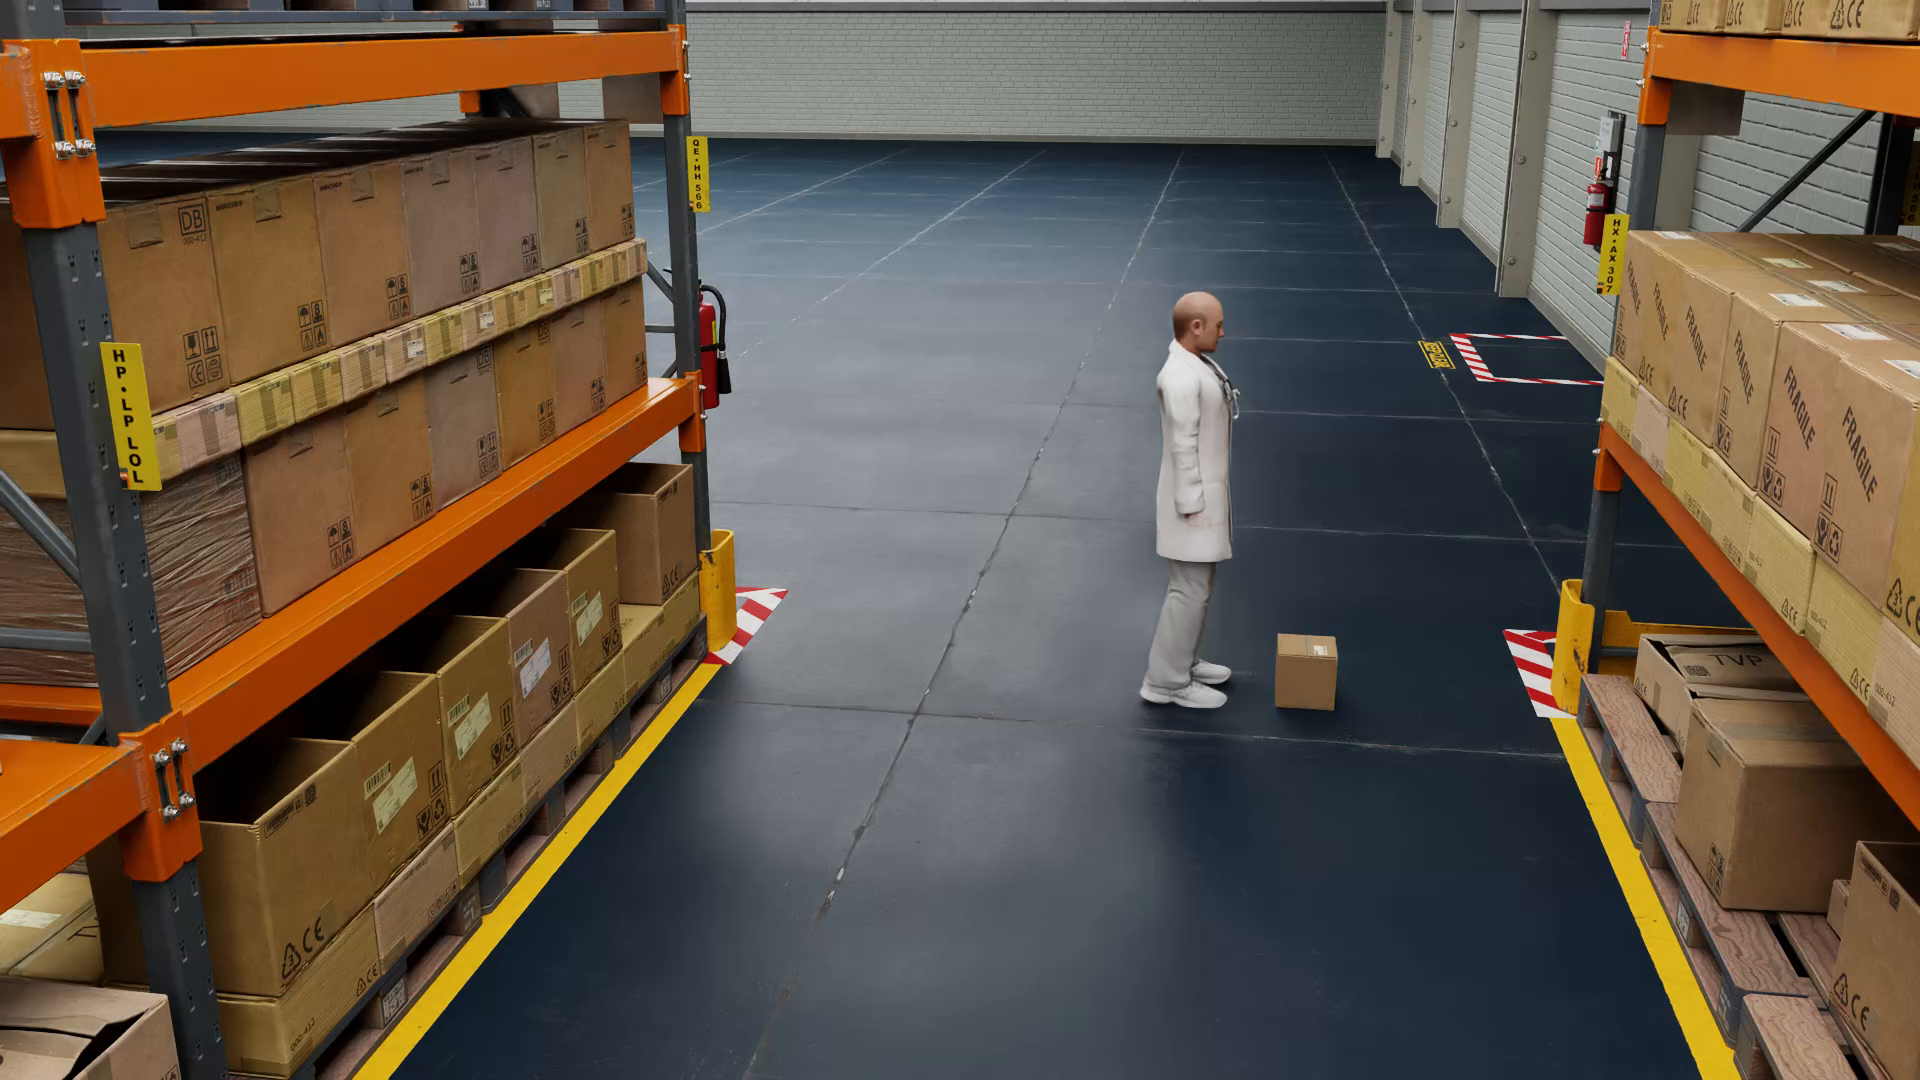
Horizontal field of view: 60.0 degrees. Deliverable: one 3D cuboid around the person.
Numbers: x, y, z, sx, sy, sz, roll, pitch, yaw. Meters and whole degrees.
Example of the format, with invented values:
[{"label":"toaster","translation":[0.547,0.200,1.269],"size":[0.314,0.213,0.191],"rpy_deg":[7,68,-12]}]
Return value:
[{"label":"person","translation":[1.011,-0.177,7.158],"size":[0.385,1.783,0.562],"rpy_deg":[3,18,10]}]
